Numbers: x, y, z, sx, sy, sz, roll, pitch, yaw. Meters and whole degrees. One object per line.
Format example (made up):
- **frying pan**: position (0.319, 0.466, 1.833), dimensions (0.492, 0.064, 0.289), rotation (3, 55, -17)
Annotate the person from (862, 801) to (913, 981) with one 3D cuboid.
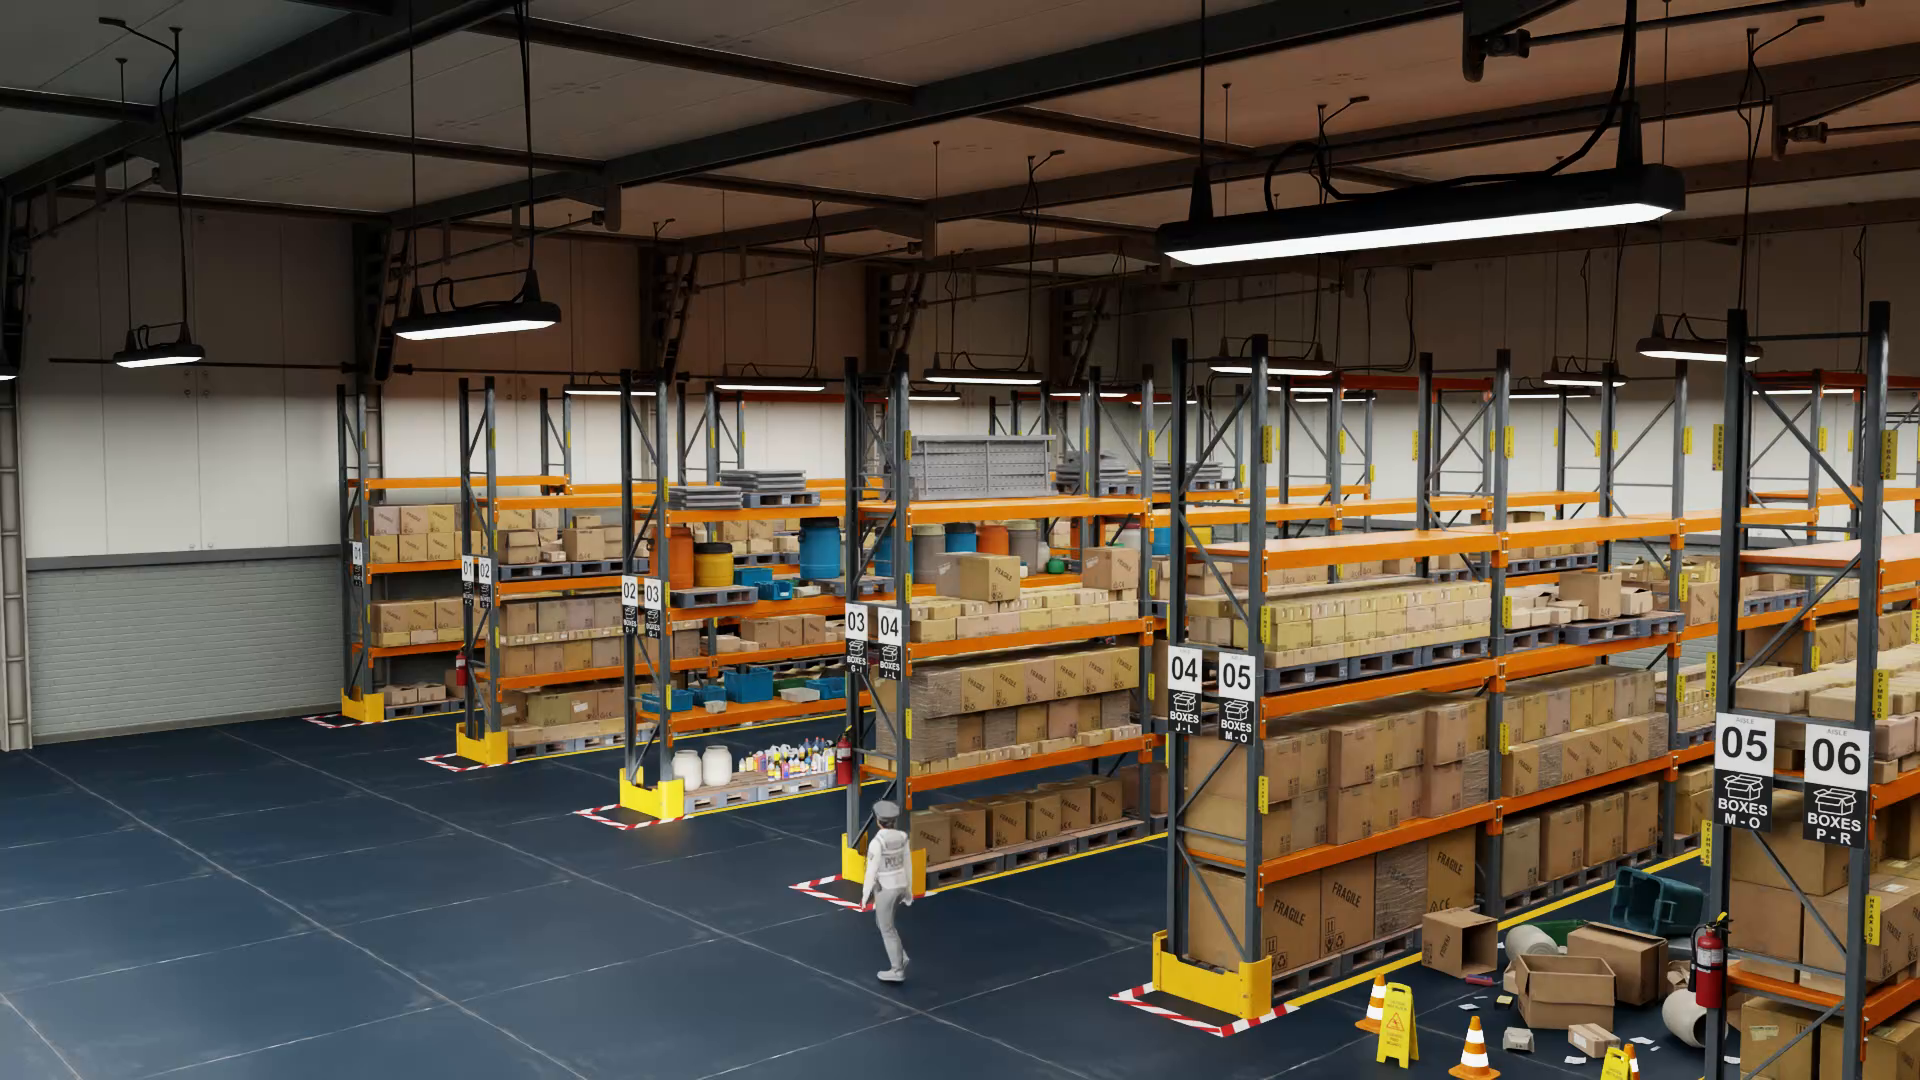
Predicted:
- **person**: position (-0.698, 3.300, 15.580), dimensions (0.407, 1.708, 0.464), rotation (2, 4, 30)
